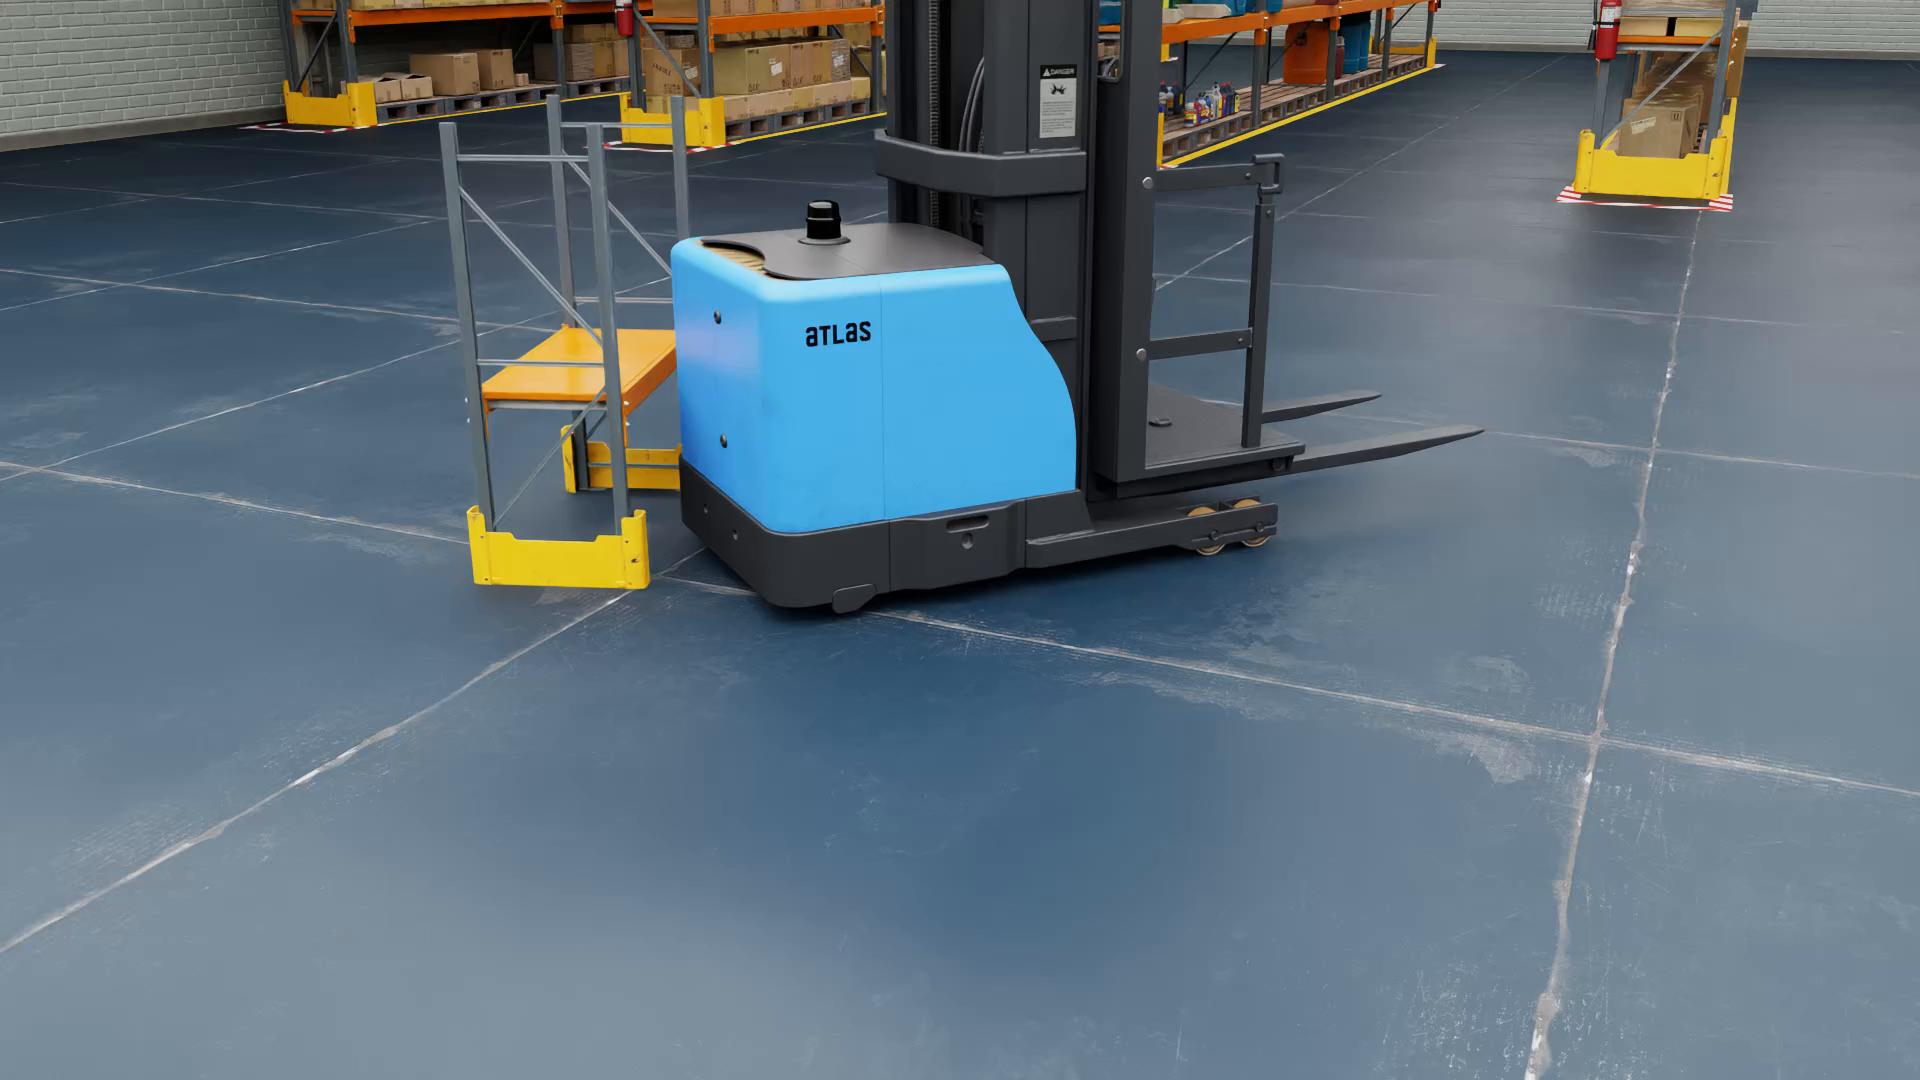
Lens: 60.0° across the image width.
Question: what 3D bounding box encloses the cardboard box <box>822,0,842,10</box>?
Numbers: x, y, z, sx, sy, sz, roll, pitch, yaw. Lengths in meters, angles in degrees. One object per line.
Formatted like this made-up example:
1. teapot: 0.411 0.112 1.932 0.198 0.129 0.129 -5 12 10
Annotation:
1. cardboard box: -1.865 -6.730 20.266 0.700 0.500 0.500 8 21 22

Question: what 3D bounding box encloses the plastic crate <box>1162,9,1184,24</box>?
1. plastic crate: 2.060 -5.183 16.459 0.298 0.136 0.250 9 21 23

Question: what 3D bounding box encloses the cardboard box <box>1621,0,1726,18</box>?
1. cardboard box: 6.169 -4.750 14.255 0.875 0.500 0.500 9 21 23

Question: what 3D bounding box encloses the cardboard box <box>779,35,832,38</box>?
1. cardboard box: -1.955 -6.138 21.110 0.500 0.500 0.500 9 21 23

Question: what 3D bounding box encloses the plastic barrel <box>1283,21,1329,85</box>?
1. plastic barrel: 4.861 -6.851 23.367 0.600 0.830 0.708 9 21 23

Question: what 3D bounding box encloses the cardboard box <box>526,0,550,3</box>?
1. cardboard box: -5.918 -7.412 22.528 0.500 0.250 0.500 9 21 23

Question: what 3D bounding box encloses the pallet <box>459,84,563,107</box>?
1. pallet: -6.243 -6.136 22.907 1.003 0.211 1.213 9 21 23

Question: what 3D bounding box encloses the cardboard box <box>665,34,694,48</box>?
1. cardboard box: -4.609 -7.685 26.175 0.700 0.500 0.500 9 21 23

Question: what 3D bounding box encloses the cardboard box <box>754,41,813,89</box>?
1. cardboard box: -2.078 -5.606 19.613 0.500 0.500 0.500 9 21 23

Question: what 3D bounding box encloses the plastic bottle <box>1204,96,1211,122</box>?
1. plastic bottle: 2.691 -4.708 18.147 0.097 0.271 0.097 0 20 0

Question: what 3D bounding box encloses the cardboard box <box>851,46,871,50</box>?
1. cardboard box: -1.368 -6.471 22.327 0.500 0.311 0.500 9 22 24

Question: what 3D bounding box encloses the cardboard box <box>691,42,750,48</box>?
1. cardboard box: -2.773 -5.527 19.390 0.500 0.500 0.500 9 21 23

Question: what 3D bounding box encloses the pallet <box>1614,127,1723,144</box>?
1. pallet: 7.314 -4.097 17.174 1.003 0.211 1.213 9 21 23

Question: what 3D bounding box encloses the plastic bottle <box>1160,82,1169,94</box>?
1. plastic bottle: 2.329 -5.070 19.045 0.144 0.351 0.185 9 22 24

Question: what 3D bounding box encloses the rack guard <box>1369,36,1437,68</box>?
1. rack guard: 7.950 -8.800 29.968 1.175 0.500 0.348 9 21 23

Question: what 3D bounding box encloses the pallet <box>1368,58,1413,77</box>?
1. pallet: 7.078 -8.037 28.252 1.003 0.211 1.213 9 21 23

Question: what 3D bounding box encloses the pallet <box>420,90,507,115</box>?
1. pallet: -6.741 -5.762 21.855 1.003 0.211 1.213 9 21 23

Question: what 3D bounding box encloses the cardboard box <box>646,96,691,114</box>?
1. cardboard box: -3.167 -4.865 18.650 0.500 0.250 0.500 9 21 23

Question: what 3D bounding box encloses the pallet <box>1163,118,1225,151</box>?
1. pallet: 2.227 -4.413 18.062 1.003 0.211 1.213 9 21 23

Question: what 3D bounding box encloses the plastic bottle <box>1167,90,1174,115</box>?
1. plastic bottle: 2.380 -4.972 18.887 0.097 0.271 0.097 0 20 0

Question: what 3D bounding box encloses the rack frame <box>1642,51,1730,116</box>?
1. rack frame: 9.195 -6.844 20.736 1.000 3.000 0.127 9 21 23

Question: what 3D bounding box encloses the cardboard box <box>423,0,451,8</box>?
1. cardboard box: -6.735 -6.797 20.799 0.500 0.250 0.500 8 21 22

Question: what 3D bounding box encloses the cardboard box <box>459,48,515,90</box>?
1. cardboard box: -6.389 -6.367 22.468 0.500 0.500 0.500 7 21 19

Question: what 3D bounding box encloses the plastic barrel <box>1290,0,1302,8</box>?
1. plastic barrel: 4.108 -6.983 20.926 0.433 0.535 0.433 0 20 0

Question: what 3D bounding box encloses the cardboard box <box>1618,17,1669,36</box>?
1. cardboard box: 5.847 -4.395 14.226 0.380 0.149 0.250 9 21 23

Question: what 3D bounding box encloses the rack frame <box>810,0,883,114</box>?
1. rack frame: -1.479 -6.981 21.123 1.000 3.000 0.127 9 21 23

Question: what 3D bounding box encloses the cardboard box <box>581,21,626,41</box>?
1. cardboard box: -5.327 -7.565 24.718 0.500 0.250 0.500 8 21 21

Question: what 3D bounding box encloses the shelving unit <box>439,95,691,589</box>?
1. shelving unit: -1.290 -0.731 5.786 0.587 1.500 1.083 2 20 5

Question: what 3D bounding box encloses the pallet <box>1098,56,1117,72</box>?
1. pallet: 2.079 -8.323 29.056 1.003 0.211 1.213 9 21 23

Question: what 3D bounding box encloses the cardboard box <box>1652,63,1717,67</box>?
1. cardboard box: 8.497 -5.320 19.525 0.700 0.500 0.500 11 22 27

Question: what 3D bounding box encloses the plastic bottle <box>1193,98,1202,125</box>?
1. plastic bottle: 2.536 -4.583 17.777 0.061 0.283 0.133 9 21 24

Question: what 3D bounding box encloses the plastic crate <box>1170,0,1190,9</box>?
1. plastic crate: 2.225 -5.824 18.186 0.450 0.188 0.662 9 21 23

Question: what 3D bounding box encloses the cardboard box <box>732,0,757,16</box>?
1. cardboard box: -2.704 -6.108 18.517 0.700 0.500 0.500 9 22 24

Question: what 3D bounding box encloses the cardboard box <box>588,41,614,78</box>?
1. cardboard box: -5.548 -7.082 24.478 0.700 0.500 0.500 8 21 22

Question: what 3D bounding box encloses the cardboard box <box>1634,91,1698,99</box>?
1. cardboard box: 6.677 -3.983 15.796 0.500 0.500 0.500 11 22 28

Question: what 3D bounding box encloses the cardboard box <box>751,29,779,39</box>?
1. cardboard box: -3.577 -8.541 28.091 0.750 0.750 0.750 8 21 22

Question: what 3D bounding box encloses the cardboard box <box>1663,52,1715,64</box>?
1. cardboard box: 8.740 -5.854 19.908 0.500 0.250 0.500 11 22 29

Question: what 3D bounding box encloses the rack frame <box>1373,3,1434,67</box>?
1. rack frame: 7.952 -9.969 29.523 1.000 3.000 0.127 9 21 23

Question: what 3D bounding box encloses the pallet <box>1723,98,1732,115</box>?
1. pallet: 9.586 -5.760 21.852 1.003 0.211 1.213 9 21 23

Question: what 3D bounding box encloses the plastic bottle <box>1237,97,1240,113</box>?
1. plastic bottle: 3.174 -5.036 19.171 0.097 0.201 0.097 0 20 0

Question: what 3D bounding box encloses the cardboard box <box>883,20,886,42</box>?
1. cardboard box: -1.692 -9.814 32.191 0.700 0.500 0.500 8 21 21

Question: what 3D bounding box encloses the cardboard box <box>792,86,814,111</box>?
1. cardboard box: -2.079 -5.253 19.739 0.500 0.250 0.500 9 21 23

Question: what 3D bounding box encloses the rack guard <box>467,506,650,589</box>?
1. rack guard: -1.332 0.024 5.528 0.587 0.250 0.087 2 20 5

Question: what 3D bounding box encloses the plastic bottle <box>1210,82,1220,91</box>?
1. plastic bottle: 2.906 -5.043 18.969 0.144 0.351 0.185 9 21 23

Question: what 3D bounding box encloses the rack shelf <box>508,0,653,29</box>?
1. rack shelf: -5.181 -7.932 24.870 1.077 0.370 4.000 9 21 23

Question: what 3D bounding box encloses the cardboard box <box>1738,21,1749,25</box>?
1. cardboard box: 9.868 -6.520 22.370 1.225 0.875 0.875 9 21 23

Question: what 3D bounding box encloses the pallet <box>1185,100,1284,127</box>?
1. pallet: 3.324 -5.232 20.366 1.003 0.211 1.213 9 21 23

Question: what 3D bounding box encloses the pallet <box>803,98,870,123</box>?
1. pallet: -1.843 -5.430 20.922 1.003 0.211 1.213 9 21 23

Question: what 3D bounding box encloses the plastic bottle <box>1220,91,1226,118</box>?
1. plastic bottle: 2.930 -4.877 18.604 0.061 0.283 0.133 10 22 26

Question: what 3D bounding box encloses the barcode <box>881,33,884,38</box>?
1. barcode: -0.995 -6.484 21.366 0.001 0.075 0.075 9 21 23

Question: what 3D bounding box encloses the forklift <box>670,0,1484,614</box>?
1. forklift: 0.557 -1.475 5.742 3.031 2.935 1.130 -10 22 -25

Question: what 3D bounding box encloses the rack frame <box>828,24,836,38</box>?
1. rack frame: -2.724 -10.105 29.907 1.000 3.000 0.127 9 21 23

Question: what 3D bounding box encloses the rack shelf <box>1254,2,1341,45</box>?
1. rack shelf: 3.857 -6.573 21.048 1.077 0.370 4.000 9 21 23
